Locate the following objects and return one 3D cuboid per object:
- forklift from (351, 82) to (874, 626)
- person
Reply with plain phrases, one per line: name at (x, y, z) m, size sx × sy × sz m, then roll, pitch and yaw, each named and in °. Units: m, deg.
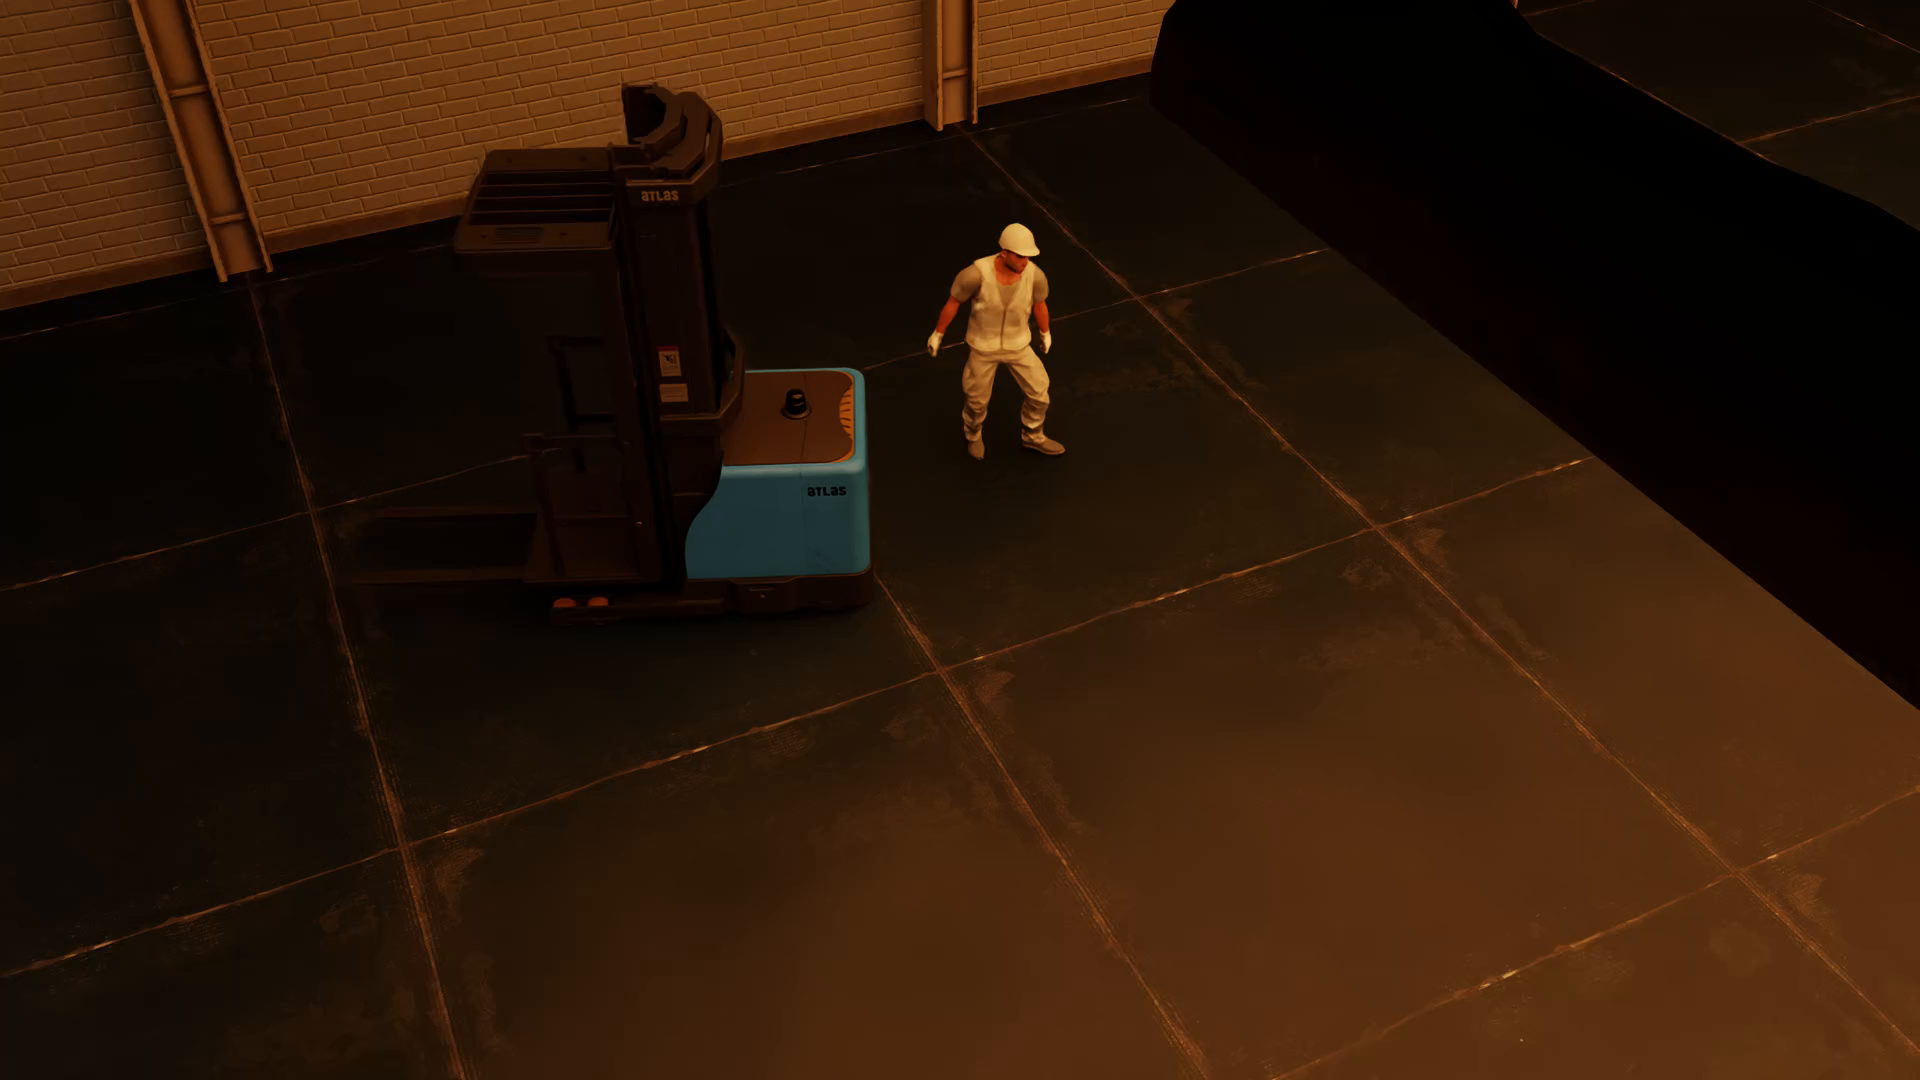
forklift at (-2.044, -0.974, 9.183) m, size 3.031 × 2.935 × 1.130 m, roll -2°, pitch 40°, yaw -2°
person at (0.244, -1.229, 10.449) m, size 0.887 × 1.750 × 0.464 m, roll -5°, pitch 40°, yaw -6°
